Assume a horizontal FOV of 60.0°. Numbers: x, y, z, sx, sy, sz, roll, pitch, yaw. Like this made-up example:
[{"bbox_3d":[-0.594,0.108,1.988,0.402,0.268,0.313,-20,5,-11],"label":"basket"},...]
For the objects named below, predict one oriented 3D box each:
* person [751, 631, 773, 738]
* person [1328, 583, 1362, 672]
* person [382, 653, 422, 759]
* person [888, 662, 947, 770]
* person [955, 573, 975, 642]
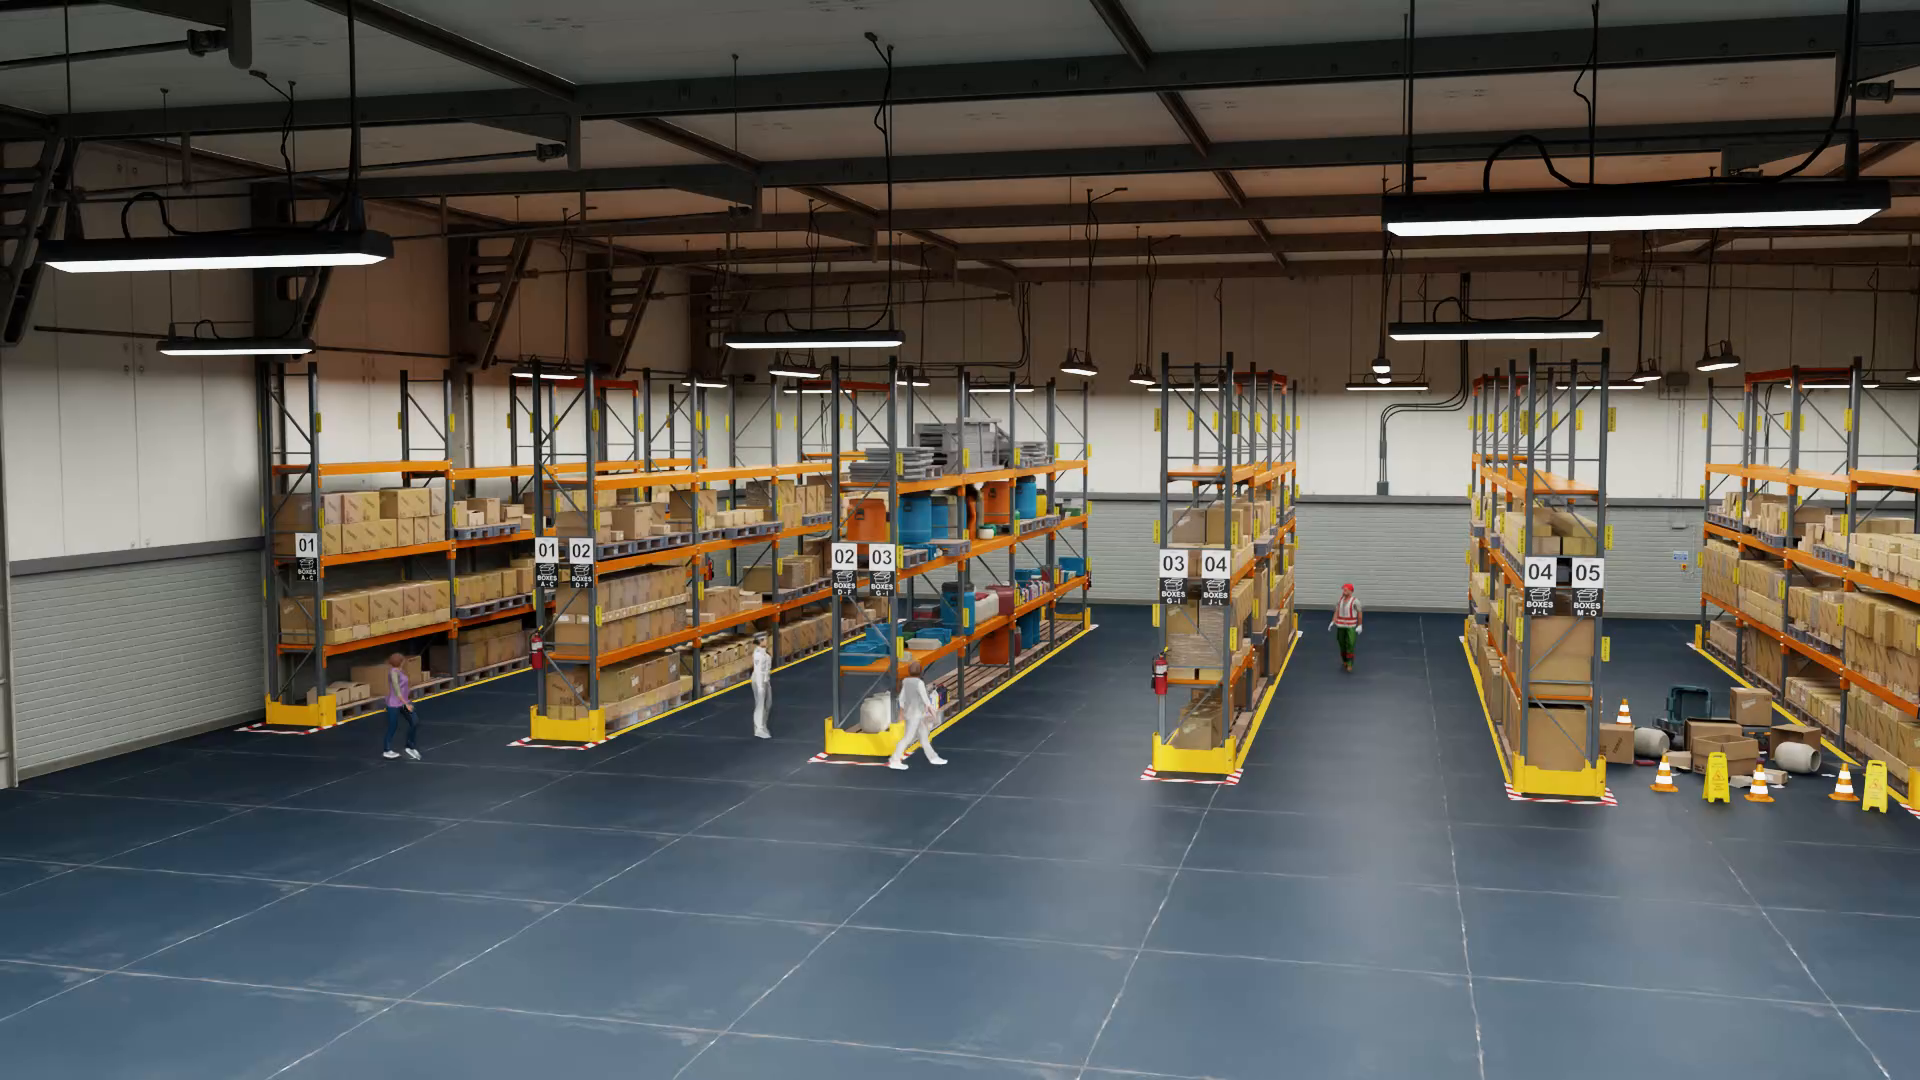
[{"bbox_3d":[-3.174,2.337,26.585,0.339,1.745,0.536,0,4,6],"label":"person"},{"bbox_3d":[7.785,1.750,33.614,0.657,1.746,0.964,1,4,19],"label":"person"},{"bbox_3d":[-8.337,2.471,24.687,0.589,1.620,0.411,1,4,15],"label":"person"},{"bbox_3d":[-0.592,2.521,24.005,0.918,1.550,0.380,-1,4,-15],"label":"person"},{"bbox_3d":[0.073,1.548,37.148,0.463,1.667,0.613,2,5,28],"label":"person"}]
